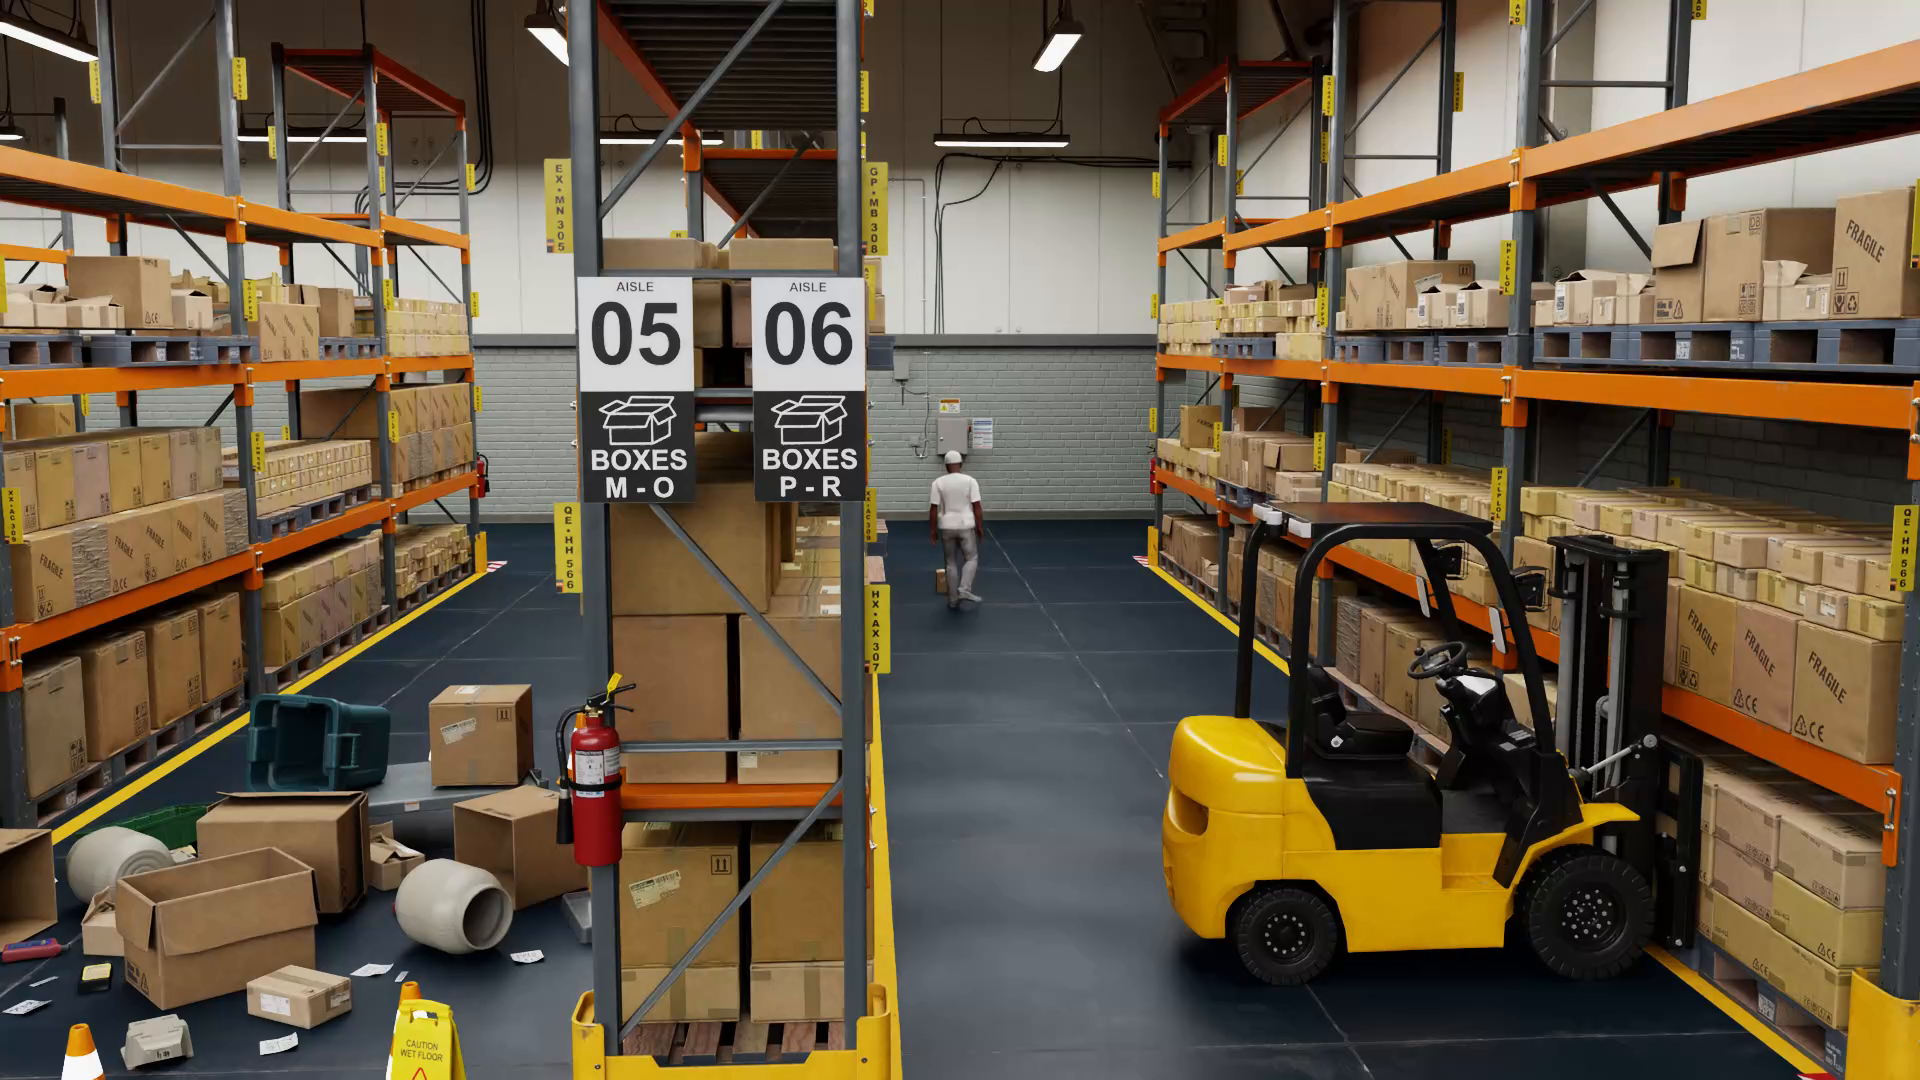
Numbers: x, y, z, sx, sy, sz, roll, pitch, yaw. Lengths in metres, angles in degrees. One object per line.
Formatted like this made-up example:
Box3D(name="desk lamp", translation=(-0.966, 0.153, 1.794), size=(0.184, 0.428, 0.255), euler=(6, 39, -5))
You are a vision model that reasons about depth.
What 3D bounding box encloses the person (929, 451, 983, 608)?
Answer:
Box3D(name="person", translation=(-0.045, -0.111, 18.588), size=(0.604, 1.757, 0.569), euler=(1, 7, 7))
